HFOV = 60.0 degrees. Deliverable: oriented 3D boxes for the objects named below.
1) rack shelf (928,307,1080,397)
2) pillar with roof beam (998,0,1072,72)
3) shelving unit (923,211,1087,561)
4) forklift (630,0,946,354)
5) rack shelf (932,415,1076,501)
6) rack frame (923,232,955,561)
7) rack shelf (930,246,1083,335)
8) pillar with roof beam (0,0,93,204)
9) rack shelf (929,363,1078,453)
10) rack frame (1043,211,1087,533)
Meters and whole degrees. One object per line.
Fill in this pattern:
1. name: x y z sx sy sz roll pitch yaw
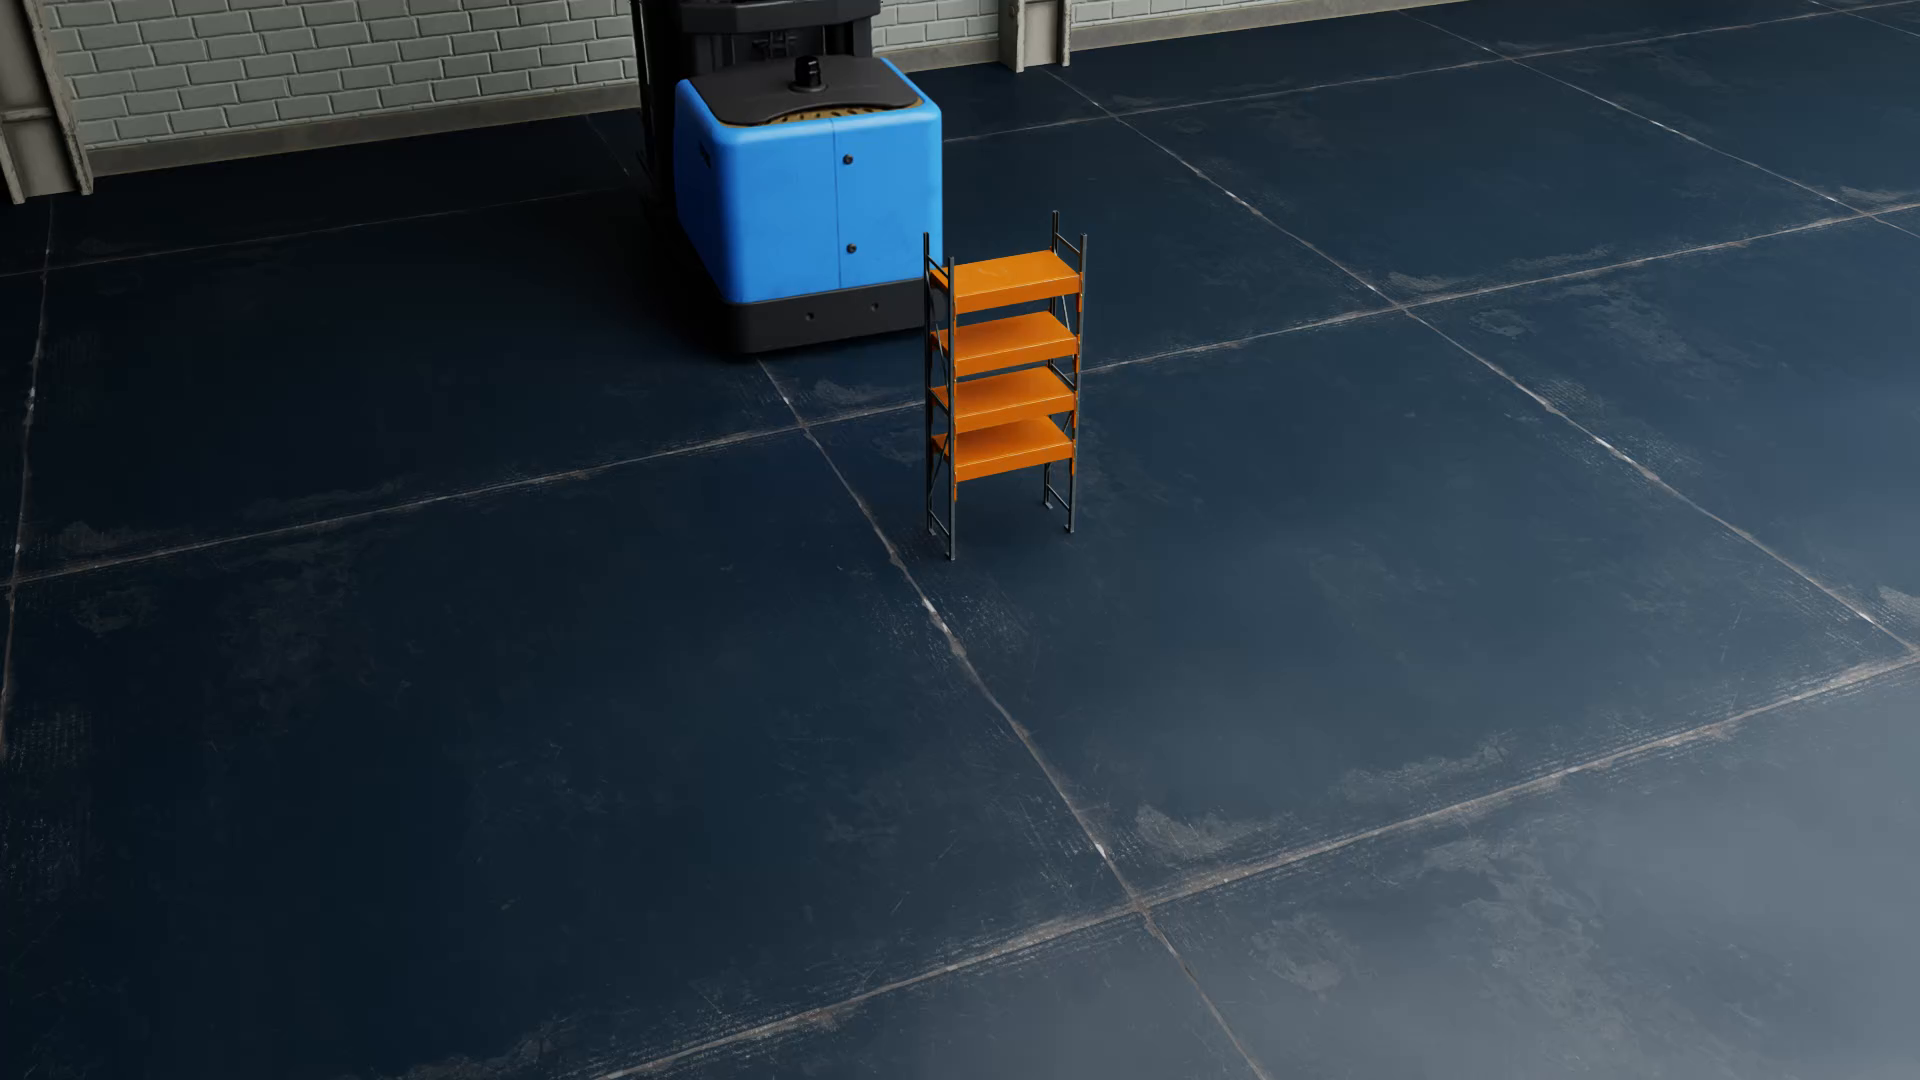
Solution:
1. rack shelf: 0.153 -0.669 5.891 0.480 0.148 0.258 -13 35 -19
2. pillar with roof beam: 2.161 -4.822 5.410 0.400 9.000 9.100 -13 35 -19
3. shelving unit: 0.153 -0.538 5.976 0.503 1.200 0.258 -13 35 -19
4. forklift: -1.043 -2.853 7.947 1.130 2.935 3.031 -11 35 -17
5. rack shelf: 0.153 -0.315 6.121 0.480 0.148 0.258 -13 35 -19
6. rack frame: -0.072 -0.486 5.897 0.015 1.200 0.240 -13 35 -19
7. rack shelf: 0.153 -0.867 5.762 0.480 0.148 0.258 -13 35 -19
8. pillar with roof beam: -3.371 -3.555 3.463 0.400 9.000 9.100 -13 35 -19
9. rack shelf: 0.153 -0.481 6.013 0.480 0.148 0.258 -13 35 -19
10. rack frame: 0.378 -0.589 6.056 0.015 1.200 0.240 -13 35 -19
